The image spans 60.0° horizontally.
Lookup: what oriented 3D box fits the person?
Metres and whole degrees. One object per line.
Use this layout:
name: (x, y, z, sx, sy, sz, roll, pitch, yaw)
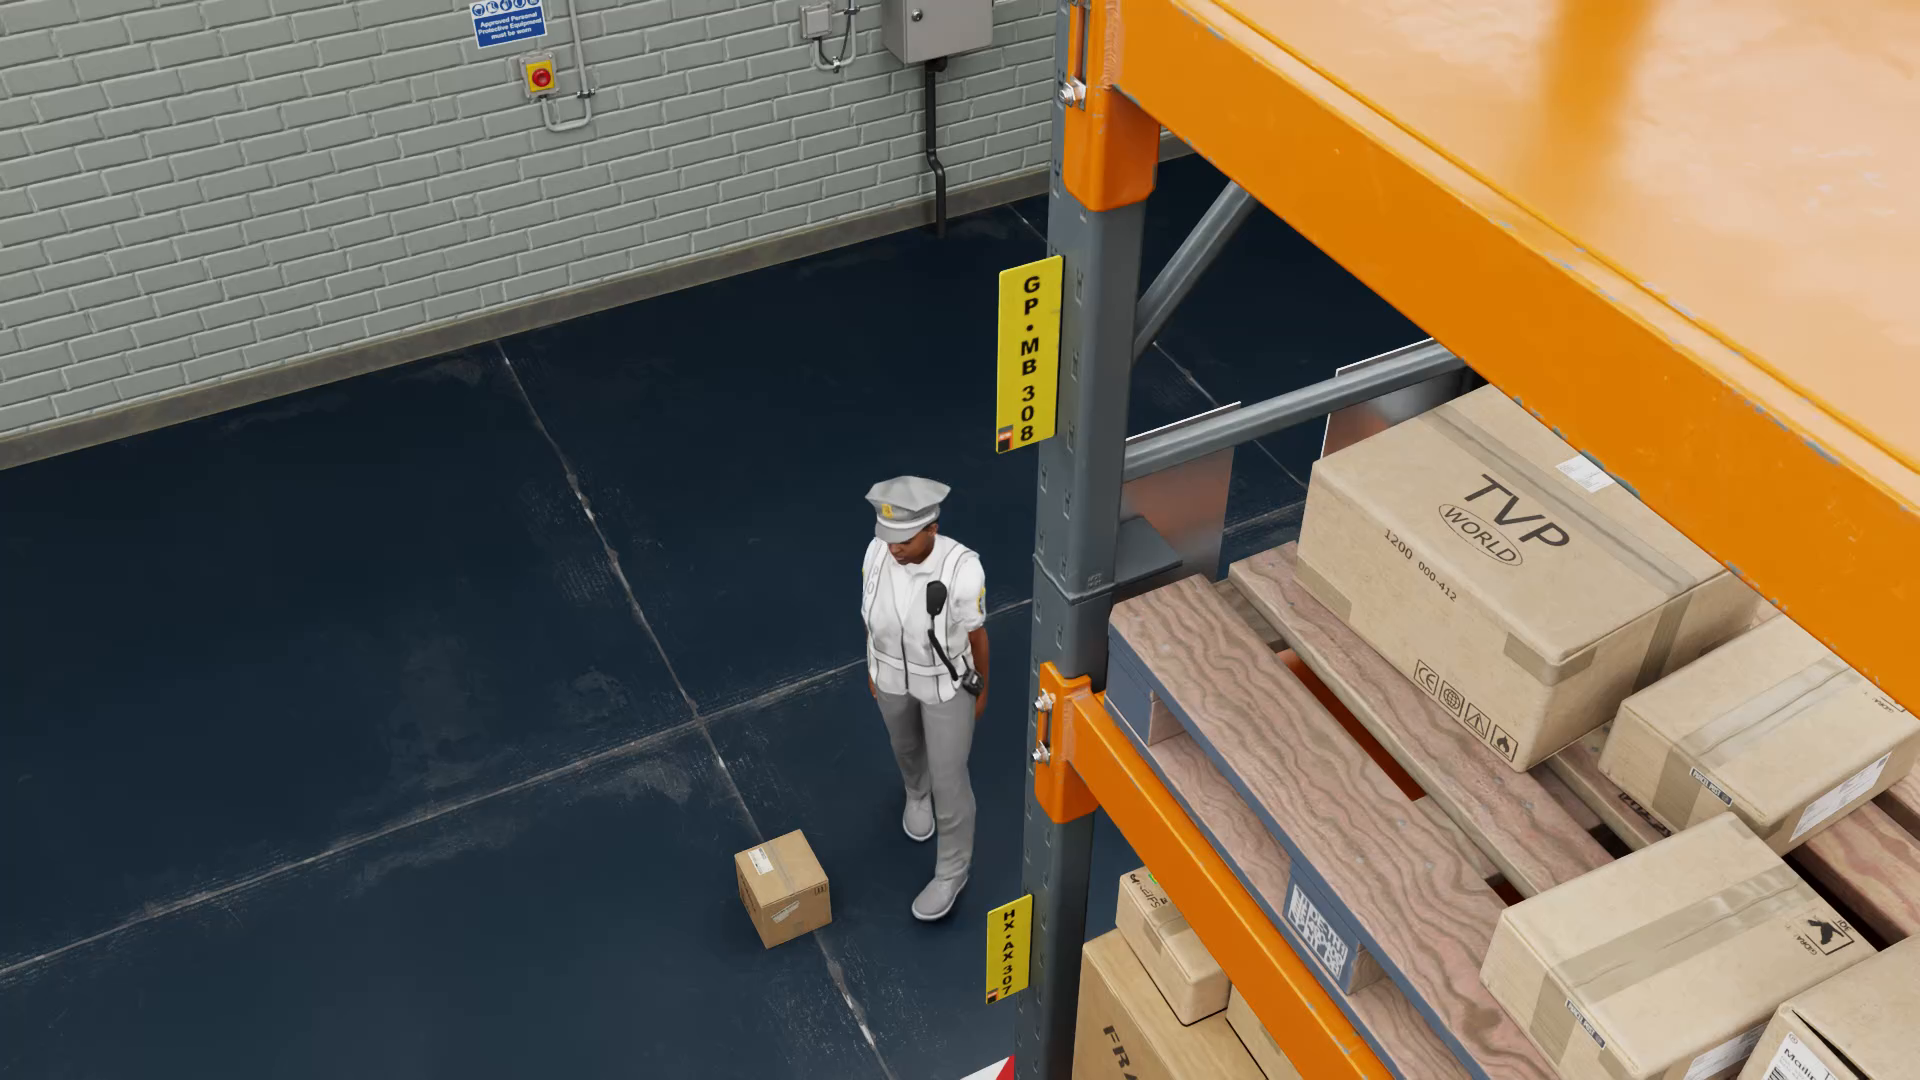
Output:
person: (-0.152, 0.528, 5.559, 0.468, 1.662, 0.626, 16, 44, 17)
